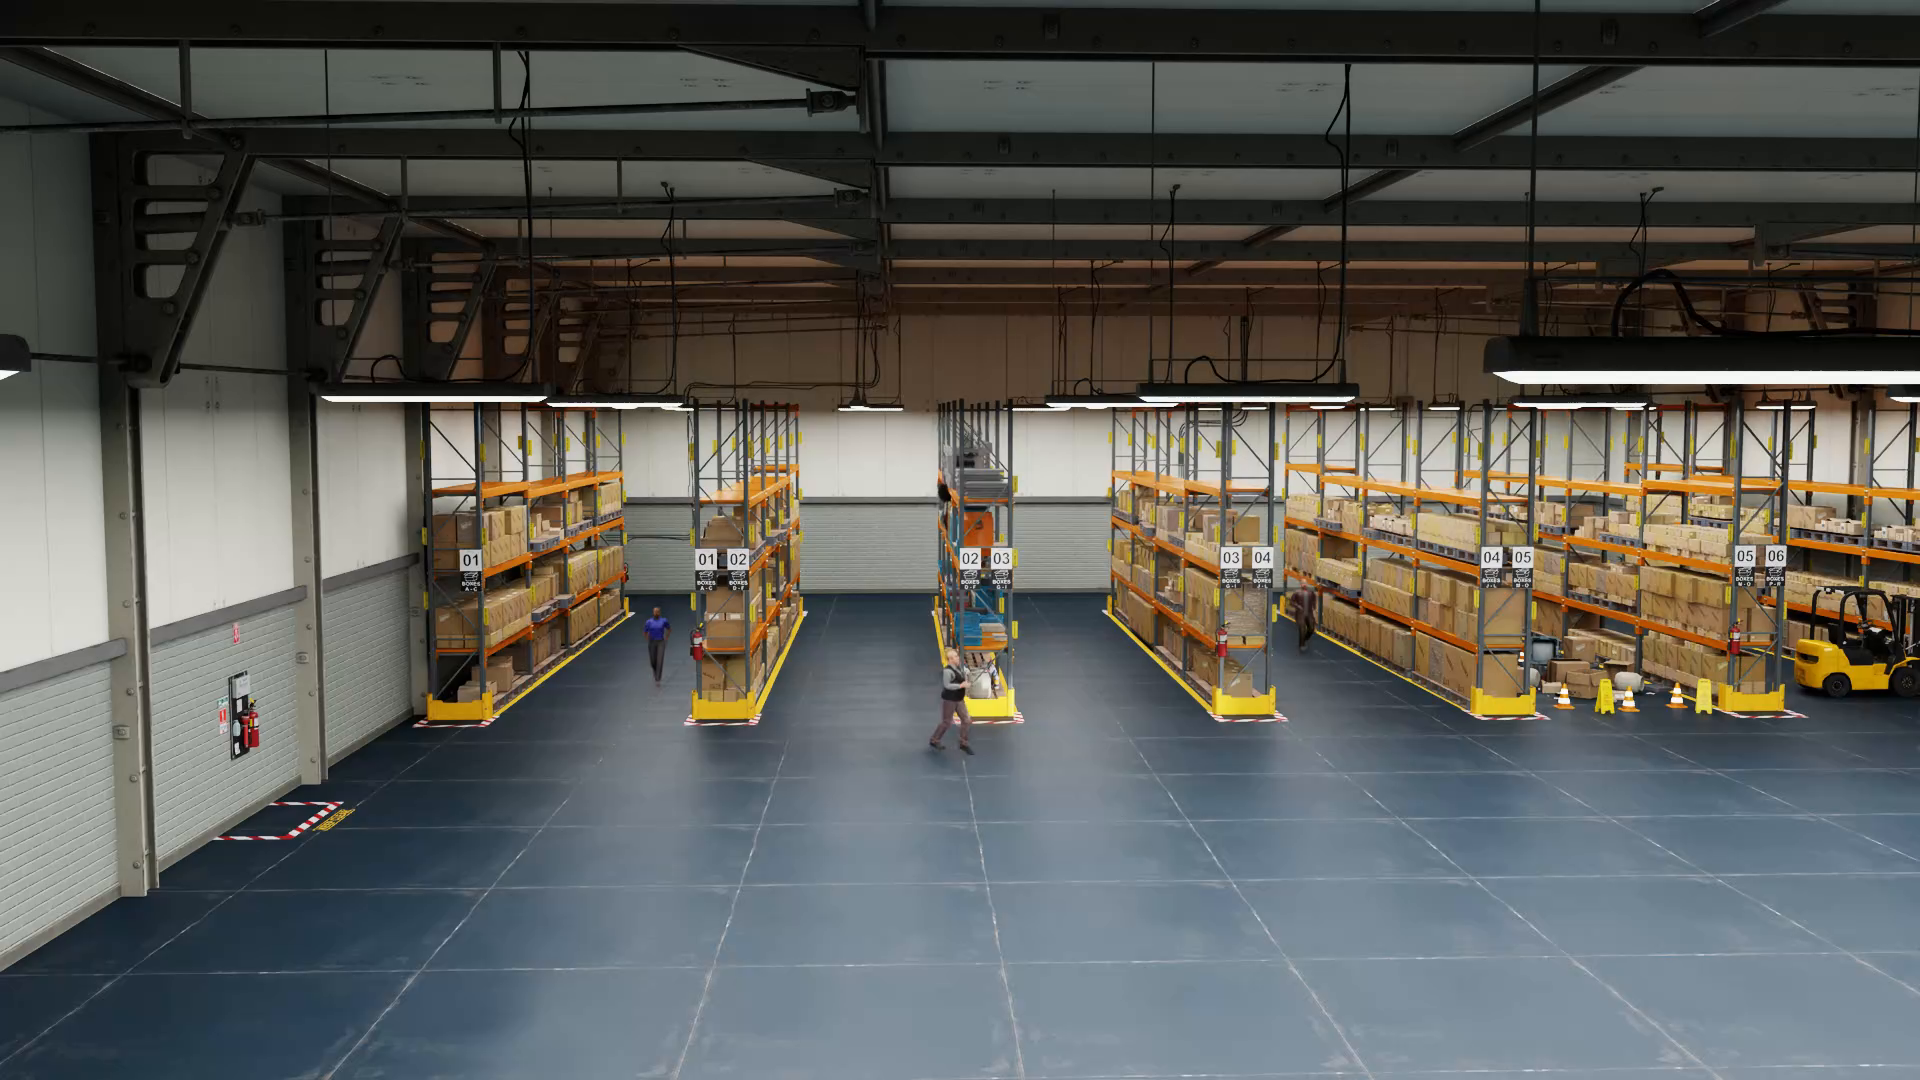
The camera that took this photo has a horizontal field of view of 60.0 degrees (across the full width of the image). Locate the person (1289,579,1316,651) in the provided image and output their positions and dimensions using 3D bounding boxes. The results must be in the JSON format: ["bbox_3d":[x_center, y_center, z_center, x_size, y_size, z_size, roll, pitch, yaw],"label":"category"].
[{"bbox_3d":[8.303,1.810,40.047,0.702,1.730,0.649,0,4,-6],"label":"person"}]

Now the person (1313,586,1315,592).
[{"bbox_3d":[10.577,1.176,48.747,0.713,1.722,0.521,-3,5,-37],"label":"person"}]

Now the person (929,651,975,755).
[{"bbox_3d":[-0.139,2.726,27.953,0.797,1.747,0.643,2,5,26],"label":"person"}]

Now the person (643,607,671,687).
[{"bbox_3d":[-6.413,2.234,35.216,0.579,1.650,0.794,-1,4,-8],"label":"person"}]
